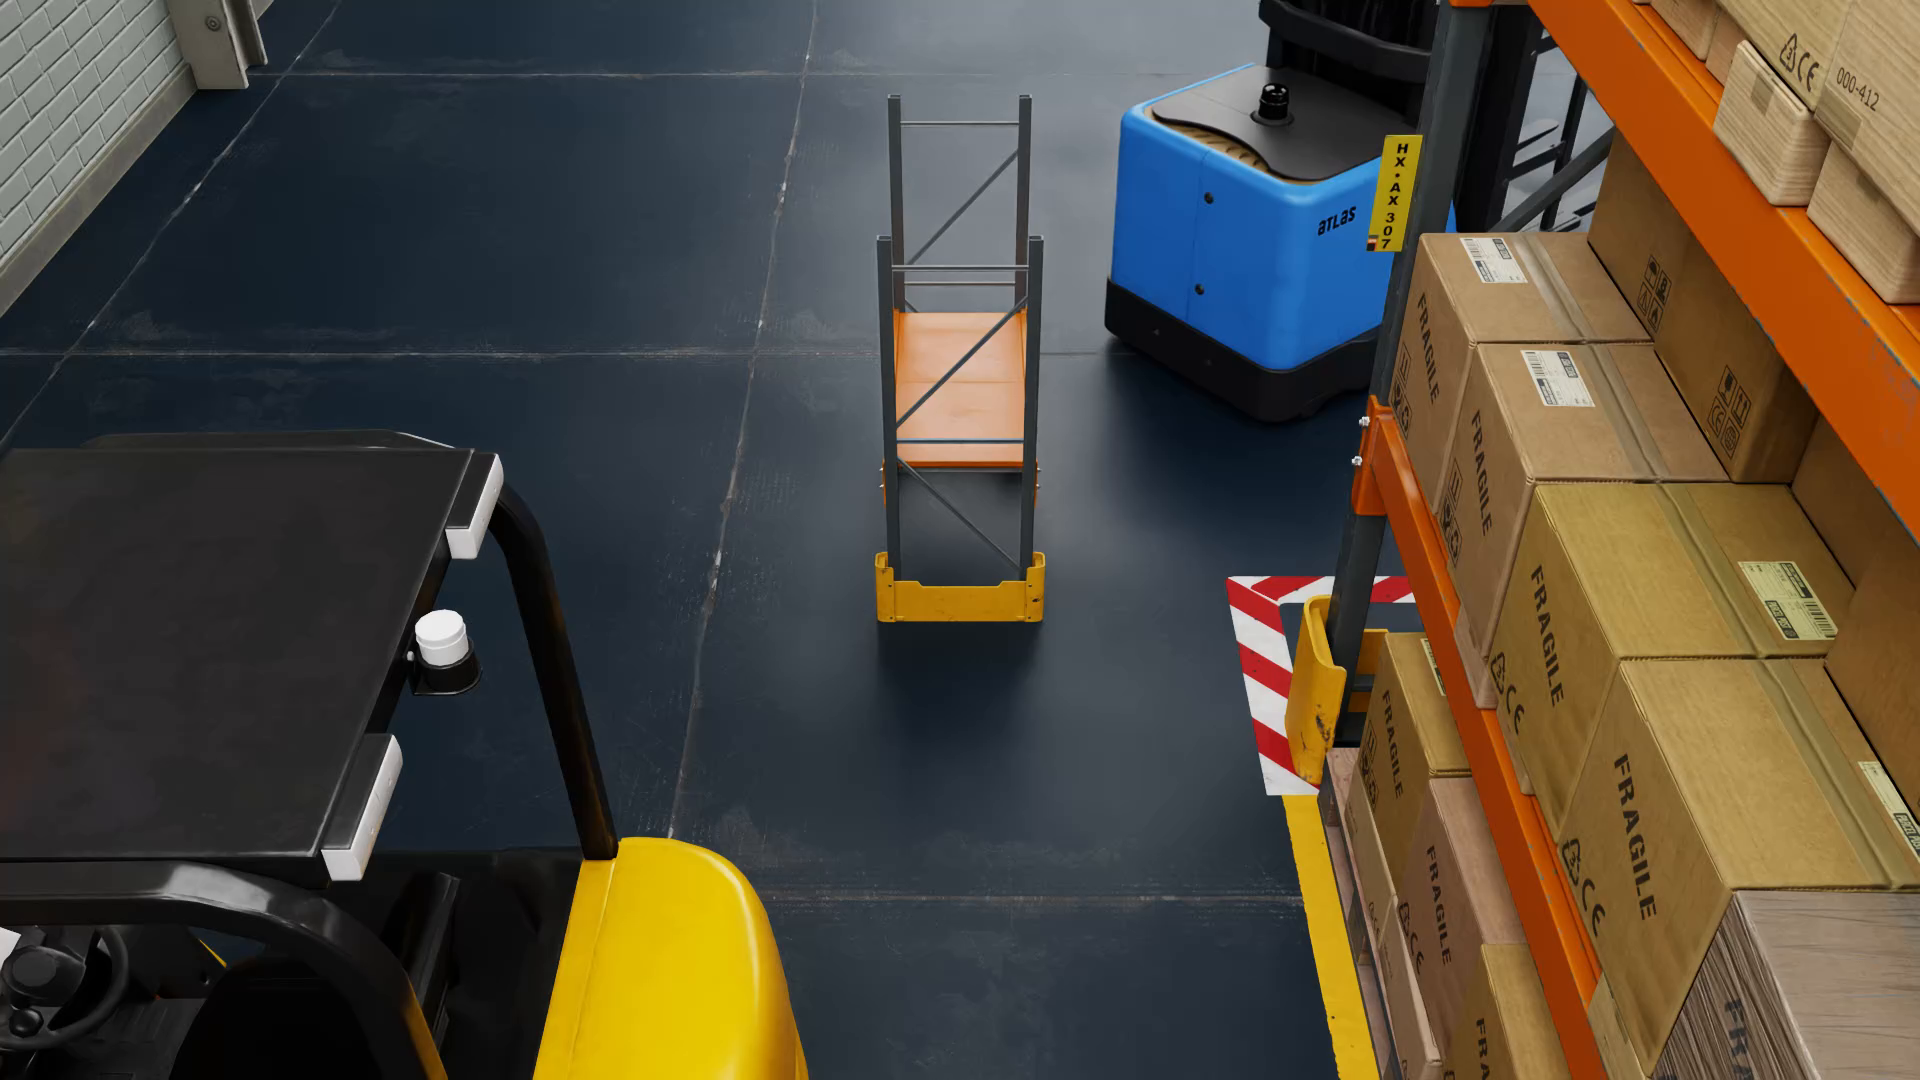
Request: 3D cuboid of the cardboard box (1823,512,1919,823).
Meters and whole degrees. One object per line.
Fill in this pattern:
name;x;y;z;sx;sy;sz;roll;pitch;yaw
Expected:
cardboard box;1.835;0.173;2.518;0.700;0.500;0.500;0;39;0

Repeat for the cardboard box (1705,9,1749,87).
cardboard box;1.419;-0.762;2.605;0.380;0.149;0.250;-1;39;-1

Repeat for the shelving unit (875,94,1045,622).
shelving unit;0.000;-0.633;5.840;0.587;1.500;1.083;0;39;0

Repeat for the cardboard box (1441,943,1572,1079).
cardboard box;1.380;1.229;3.581;0.500;0.500;0.500;1;39;1

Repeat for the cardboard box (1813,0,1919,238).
cardboard box;1.389;-0.503;1.963;0.500;0.250;0.500;1;39;1

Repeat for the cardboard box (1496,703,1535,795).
cardboard box;1.373;0.407;3.544;0.380;0.149;0.250;1;39;1

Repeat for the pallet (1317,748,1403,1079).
pallet;1.624;1.096;4.714;1.003;0.211;1.213;0;39;0

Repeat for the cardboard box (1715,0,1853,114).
cardboard box;1.408;-0.823;2.362;0.500;0.250;0.500;1;39;1

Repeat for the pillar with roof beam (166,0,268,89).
pillar with roof beam;0.092;-6.202;6.794;9.100;9.000;0.400;0;39;0

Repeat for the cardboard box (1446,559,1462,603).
cardboard box;1.385;0.086;3.944;0.380;0.149;0.250;-1;39;-1

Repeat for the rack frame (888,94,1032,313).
rack frame;-0.001;-0.956;6.244;0.500;1.500;0.032;0;39;0

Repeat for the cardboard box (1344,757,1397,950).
cardboard box;1.382;0.866;4.634;0.500;0.250;0.500;0;39;0

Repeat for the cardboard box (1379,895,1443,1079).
cardboard box;1.375;1.185;4.236;0.500;0.250;0.500;1;39;2

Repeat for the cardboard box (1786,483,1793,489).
cardboard box;1.930;-0.051;3.597;0.500;0.500;0.500;0;39;0

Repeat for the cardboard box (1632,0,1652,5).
cardboard box;1.390;-1.083;3.005;0.380;0.149;0.250;1;39;1

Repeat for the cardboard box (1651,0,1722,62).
cardboard box;1.414;-0.928;2.812;0.380;0.149;0.250;0;39;0

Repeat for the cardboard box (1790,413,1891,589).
cardboard box;1.973;-0.139;2.907;0.700;0.500;0.500;0;39;-1

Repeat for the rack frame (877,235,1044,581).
rack frame;0.000;-0.321;5.451;0.500;1.500;0.032;0;39;0

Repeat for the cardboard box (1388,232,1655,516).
cardboard box;1.381;-0.407;4.041;0.500;0.500;0.500;-1;39;-1

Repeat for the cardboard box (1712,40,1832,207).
cardboard box;1.339;-0.605;2.408;0.380;0.149;0.250;0;39;0

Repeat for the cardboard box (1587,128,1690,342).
cardboard box;1.877;-0.774;3.700;0.700;0.500;0.500;-1;39;-1

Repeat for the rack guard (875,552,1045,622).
rack guard;0.000;0.166;5.843;0.587;0.250;0.087;0;39;0

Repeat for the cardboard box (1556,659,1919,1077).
cardboard box;1.395;0.554;2.842;0.500;0.500;0.500;-1;39;-1

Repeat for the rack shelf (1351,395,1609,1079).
rack shelf;1.660;0.983;3.199;1.077;0.370;4.000;0;39;0

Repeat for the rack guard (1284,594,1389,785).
rack guard;1.658;0.475;5.258;1.175;0.500;0.348;0;39;0

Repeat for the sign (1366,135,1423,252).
sign;1.115;-0.885;4.264;0.100;0.325;0.005;0;39;0

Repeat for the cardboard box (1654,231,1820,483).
cardboard box;1.870;-0.457;3.305;0.700;0.500;0.500;0;39;0

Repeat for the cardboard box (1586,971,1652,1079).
cardboard box;1.346;0.894;2.936;0.380;0.149;0.250;0;39;0

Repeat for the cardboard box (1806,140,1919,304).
cardboard box;1.380;-0.440;2.203;0.380;0.149;0.250;-1;39;-1

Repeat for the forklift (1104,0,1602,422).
forklift;2.097;-2.390;6.888;3.031;2.935;1.130;-27;46;-30

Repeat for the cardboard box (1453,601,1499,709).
cardboard box;1.339;0.245;3.746;0.380;0.149;0.250;1;39;1

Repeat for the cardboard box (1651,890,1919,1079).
cardboard box;1.401;0.874;2.443;0.500;0.500;0.500;1;39;1

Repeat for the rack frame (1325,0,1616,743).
rack frame;1.658;-0.548;4.535;1.000;3.000;0.127;0;39;0

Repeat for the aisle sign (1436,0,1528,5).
aisle sign;1.348;-1.601;3.770;0.394;0.787;0.004;0;39;0

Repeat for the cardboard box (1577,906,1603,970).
cardboard box;1.404;0.737;3.132;0.380;0.149;0.250;-1;39;-1

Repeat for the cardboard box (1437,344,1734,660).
cardboard box;1.385;-0.083;3.637;0.500;0.500;0.500;1;39;1

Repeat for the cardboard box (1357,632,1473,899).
cardboard box;1.383;0.588;4.381;0.500;0.500;0.500;-1;39;-2

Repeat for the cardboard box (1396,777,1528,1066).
cardboard box;1.388;0.915;3.973;0.500;0.500;0.500;-1;39;-2

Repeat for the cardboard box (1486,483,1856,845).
cardboard box;1.387;0.236;3.239;0.500;0.500;0.500;-1;39;-1

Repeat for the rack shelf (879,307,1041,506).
rack shelf;0.000;-0.498;5.960;0.538;0.185;1.000;0;39;0

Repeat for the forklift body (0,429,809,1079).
forklift body;-1.479;0.974;3.315;2.313;2.155;1.214;0;39;0
